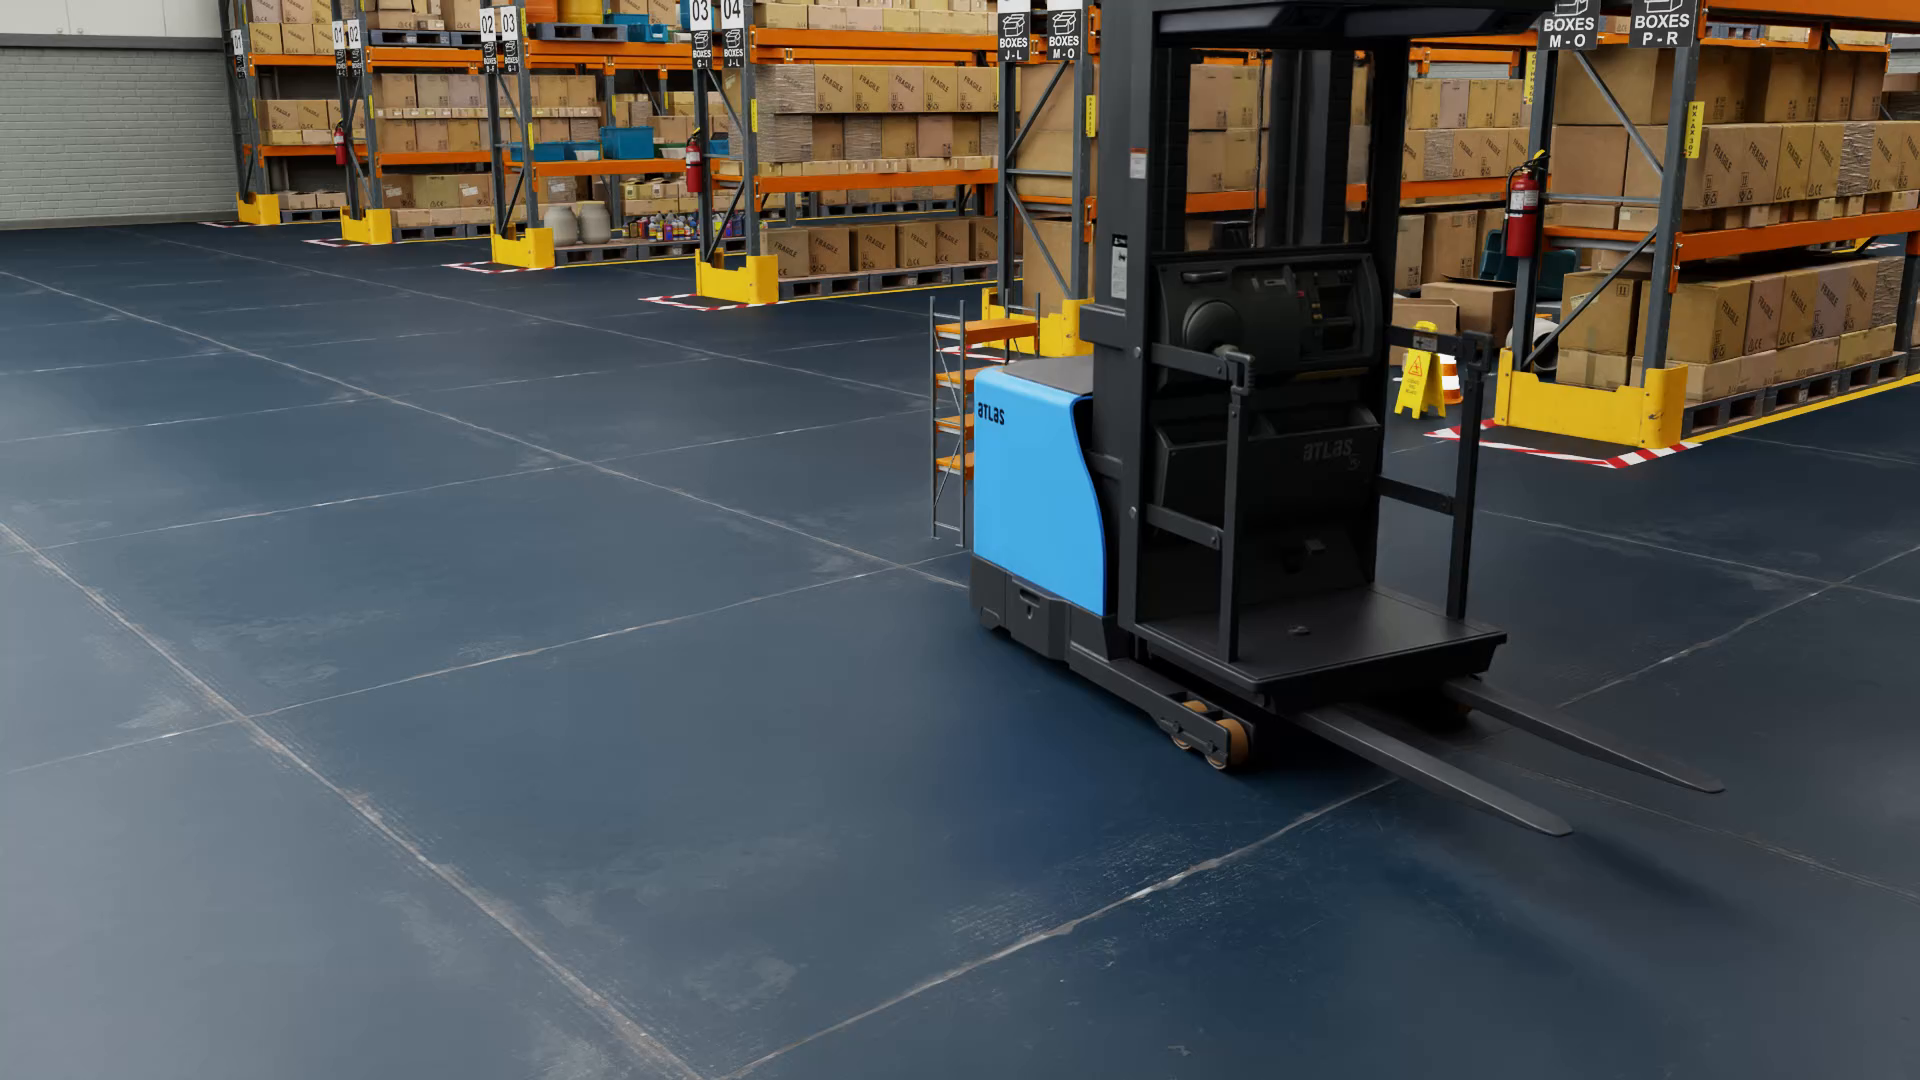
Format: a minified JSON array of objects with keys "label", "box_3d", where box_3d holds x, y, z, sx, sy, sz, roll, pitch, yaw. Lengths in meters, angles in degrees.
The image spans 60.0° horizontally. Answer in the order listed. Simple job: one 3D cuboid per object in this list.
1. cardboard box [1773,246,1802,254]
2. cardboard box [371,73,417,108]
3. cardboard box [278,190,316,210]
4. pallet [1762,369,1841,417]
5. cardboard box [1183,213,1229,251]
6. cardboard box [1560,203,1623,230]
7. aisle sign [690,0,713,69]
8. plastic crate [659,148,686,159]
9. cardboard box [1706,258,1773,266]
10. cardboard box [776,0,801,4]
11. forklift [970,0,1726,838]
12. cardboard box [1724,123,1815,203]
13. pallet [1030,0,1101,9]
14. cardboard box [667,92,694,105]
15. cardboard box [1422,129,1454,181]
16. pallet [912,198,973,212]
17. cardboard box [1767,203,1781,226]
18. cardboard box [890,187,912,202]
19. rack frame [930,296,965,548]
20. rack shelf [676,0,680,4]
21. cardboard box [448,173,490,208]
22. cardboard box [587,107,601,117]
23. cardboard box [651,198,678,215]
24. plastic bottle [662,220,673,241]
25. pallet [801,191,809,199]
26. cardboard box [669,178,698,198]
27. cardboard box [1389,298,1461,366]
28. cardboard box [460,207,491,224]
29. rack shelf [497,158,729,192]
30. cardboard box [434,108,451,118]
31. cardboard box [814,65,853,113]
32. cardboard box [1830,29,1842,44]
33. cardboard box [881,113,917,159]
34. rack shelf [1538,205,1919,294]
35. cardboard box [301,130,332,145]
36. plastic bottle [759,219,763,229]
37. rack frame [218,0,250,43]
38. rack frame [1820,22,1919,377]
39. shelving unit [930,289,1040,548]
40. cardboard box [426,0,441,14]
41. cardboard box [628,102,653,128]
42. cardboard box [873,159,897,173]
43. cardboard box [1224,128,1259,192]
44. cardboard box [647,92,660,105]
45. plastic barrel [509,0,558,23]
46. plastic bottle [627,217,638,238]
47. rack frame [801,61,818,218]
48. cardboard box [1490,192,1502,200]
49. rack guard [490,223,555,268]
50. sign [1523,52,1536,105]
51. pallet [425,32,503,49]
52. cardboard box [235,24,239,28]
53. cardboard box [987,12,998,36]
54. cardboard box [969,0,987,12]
[{"label":"cardboard box","box_3d":[6.285,-2.308,12.884,0.250,0.149,0.380,-12,19,-39]},{"label":"cardboard box","box_3d":[-8.581,-6.757,25.025,0.500,0.500,0.700,-13,19,-39]},{"label":"cardboard box","box_3d":[-11.655,-5.973,29.157,0.500,0.311,0.500,13,20,41]},{"label":"pallet","box_3d":[5.637,-1.140,12.107,1.213,0.211,1.003,-13,19,-39]},{"label":"cardboard box","box_3d":[1.829,-2.538,15.242,0.875,0.875,0.875,-13,20,-40]},{"label":"cardboard box","box_3d":[4.165,-2.121,10.866,0.250,0.149,0.380,-12,19,-38]},{"label":"aisle sign","box_3d":[-2.725,-5.371,17.507,0.004,0.787,0.394,-13,19,-39]},{"label":"plastic crate","box_3d":[-3.774,-5.257,22.629,0.437,0.136,0.530,-13,19,-39]},{"label":"cardboard box","box_3d":[5.630,-1.824,12.328,0.500,0.500,0.500,-11,19,-37]},{"label":"cardboard box","box_3d":[-1.863,-5.663,17.344,0.250,0.149,0.380,-12,19,-38]},{"label":"forklift","box_3d":[1.178,-0.797,5.554,1.130,2.935,3.031,-8,17,-27]},{"label":"cardboard box","box_3d":[5.335,-2.531,11.142,0.500,0.500,0.500,-13,20,-40]},{"label":"pallet","box_3d":[1.251,-4.618,14.086,1.213,0.211,1.003,-13,19,-39]},{"label":"cardboard box","box_3d":[-5.668,-8.911,33.534,0.500,0.250,0.500,-12,19,-38]},{"label":"cardboard box","box_3d":[4.669,-3.932,16.966,0.500,0.500,0.500,-12,19,-39]},{"label":"pallet","box_3d":[-0.518,-6.536,32.312,1.213,0.211,1.003,-13,19,-39]},{"label":"cardboard box","box_3d":[5.245,-2.193,11.133,0.250,0.149,0.380,-12,19,-38]},{"label":"cardboard box","box_3d":[-1.252,-6.641,31.290,0.500,0.500,0.500,-14,20,-41]},{"label":"rack frame","box_3d":[-0.059,-0.566,8.045,0.015,1.200,0.240,-13,19,-39]},{"label":"rack shelf","box_3d":[-4.692,-11.011,34.206,4.000,0.370,1.077,-13,19,-39]},{"label":"cardboard box","box_3d":[-7.686,-5.453,25.912,0.500,0.500,0.500,-13,19,-39]},{"label":"cardboard box","box_3d":[-6.029,-6.948,26.997,0.250,0.149,0.380,-13,20,-39]},{"label":"cardboard box","box_3d":[-5.111,-5.655,28.121,0.500,0.250,0.500,-12,19,-38]},{"label":"plastic bottle","box_3d":[-3.978,-4.213,22.619,0.133,0.283,0.061,-12,19,-38]},{"label":"pallet","box_3d":[-3.716,-7.500,35.919,1.213,0.211,1.003,-13,19,-39]},{"label":"cardboard box","box_3d":[-4.718,-6.012,28.374,0.500,0.311,0.500,-14,20,-41]},{"label":"cardboard box","box_3d":[3.687,-1.722,13.721,0.797,0.503,0.637,2,15,9]},{"label":"cardboard box","box_3d":[-7.679,-5.088,26.000,0.500,0.250,0.500,-13,19,-39]},{"label":"rack shelf","box_3d":[-4.224,-5.022,22.634,4.000,0.370,1.077,-13,19,-39]},{"label":"cardboard box","box_3d":[-7.966,-6.512,25.366,0.250,0.149,0.380,-13,20,-40]},{"label":"cardboard box","box_3d":[-1.506,-4.865,17.945,0.500,0.500,0.500,-13,19,-39]},{"label":"cardboard box","box_3d":[11.447,-6.780,22.297,0.500,0.250,0.500,-12,19,-37]},{"label":"cardboard box","box_3d":[-0.960,-4.614,18.939,0.500,0.500,0.875,-13,19,-39]},{"label":"rack shelf","box_3d":[5.532,-2.129,11.801,4.000,0.370,1.077,-13,19,-39]},{"label":"cardboard box","box_3d":[-11.277,-7.009,28.928,0.500,0.250,0.500,-13,20,-41]},{"label":"plastic bottle","box_3d":[-2.862,-4.463,23.558,0.133,0.283,0.061,-11,19,-37]},{"label":"rack frame","box_3d":[-12.236,-9.858,27.719,0.127,3.000,1.000,-13,19,-39]},{"label":"rack frame","box_3d":[7.041,-2.815,12.977,0.127,3.000,1.000,-13,19,-39]},{"label":"shelving unit","box_3d":[0.125,-0.608,8.200,0.503,1.200,0.258,-13,19,-39]},{"label":"cardboard box","box_3d":[-9.419,-9.490,29.983,0.500,0.500,0.500,14,20,42]},{"label":"cardboard box","box_3d":[-6.549,-8.494,33.192,0.700,0.500,0.500,13,20,40]},{"label":"cardboard box","box_3d":[-0.915,-4.183,18.583,0.250,0.149,0.380,-13,19,-39]},{"label":"cardboard box","box_3d":[2.226,-3.494,15.227,0.500,0.550,0.875,-13,19,-39]},{"label":"cardboard box","box_3d":[-6.029,-9.006,33.893,0.500,0.250,0.500,-12,19,-38]},{"label":"plastic barrel","box_3d":[-5.450,-6.998,21.177,0.708,0.830,0.600,-13,19,-39]},{"label":"plastic bottle","box_3d":[-4.559,-4.351,23.138,0.133,0.283,0.061,-12,19,-38]},{"label":"rack frame","box_3d":[-2.947,-7.351,29.959,0.127,3.000,1.000,-13,19,-39]},{"label":"cardboard box","box_3d":[8.472,-5.676,26.989,0.875,0.875,0.875,-13,19,-39]},{"label":"rack guard","box_3d":[-5.707,-3.845,21.678,0.348,0.500,1.175,-13,19,-39]},{"label":"sign","box_3d":[3.674,-2.961,10.667,0.005,0.325,0.100,-13,19,-39]},{"label":"pallet","box_3d":[-7.511,-7.725,25.717,1.213,0.211,1.003,-13,19,-39]},{"label":"cardboard box","box_3d":[-12.088,-8.587,28.540,0.500,0.500,0.500,-11,18,-35]},{"label":"cardboard box","box_3d":[0.363,-5.993,19.353,0.500,0.250,0.500,-12,19,-37]},{"label":"cardboard box","box_3d":[0.086,-6.116,19.039,0.250,0.149,0.380,-14,20,-42]}]
